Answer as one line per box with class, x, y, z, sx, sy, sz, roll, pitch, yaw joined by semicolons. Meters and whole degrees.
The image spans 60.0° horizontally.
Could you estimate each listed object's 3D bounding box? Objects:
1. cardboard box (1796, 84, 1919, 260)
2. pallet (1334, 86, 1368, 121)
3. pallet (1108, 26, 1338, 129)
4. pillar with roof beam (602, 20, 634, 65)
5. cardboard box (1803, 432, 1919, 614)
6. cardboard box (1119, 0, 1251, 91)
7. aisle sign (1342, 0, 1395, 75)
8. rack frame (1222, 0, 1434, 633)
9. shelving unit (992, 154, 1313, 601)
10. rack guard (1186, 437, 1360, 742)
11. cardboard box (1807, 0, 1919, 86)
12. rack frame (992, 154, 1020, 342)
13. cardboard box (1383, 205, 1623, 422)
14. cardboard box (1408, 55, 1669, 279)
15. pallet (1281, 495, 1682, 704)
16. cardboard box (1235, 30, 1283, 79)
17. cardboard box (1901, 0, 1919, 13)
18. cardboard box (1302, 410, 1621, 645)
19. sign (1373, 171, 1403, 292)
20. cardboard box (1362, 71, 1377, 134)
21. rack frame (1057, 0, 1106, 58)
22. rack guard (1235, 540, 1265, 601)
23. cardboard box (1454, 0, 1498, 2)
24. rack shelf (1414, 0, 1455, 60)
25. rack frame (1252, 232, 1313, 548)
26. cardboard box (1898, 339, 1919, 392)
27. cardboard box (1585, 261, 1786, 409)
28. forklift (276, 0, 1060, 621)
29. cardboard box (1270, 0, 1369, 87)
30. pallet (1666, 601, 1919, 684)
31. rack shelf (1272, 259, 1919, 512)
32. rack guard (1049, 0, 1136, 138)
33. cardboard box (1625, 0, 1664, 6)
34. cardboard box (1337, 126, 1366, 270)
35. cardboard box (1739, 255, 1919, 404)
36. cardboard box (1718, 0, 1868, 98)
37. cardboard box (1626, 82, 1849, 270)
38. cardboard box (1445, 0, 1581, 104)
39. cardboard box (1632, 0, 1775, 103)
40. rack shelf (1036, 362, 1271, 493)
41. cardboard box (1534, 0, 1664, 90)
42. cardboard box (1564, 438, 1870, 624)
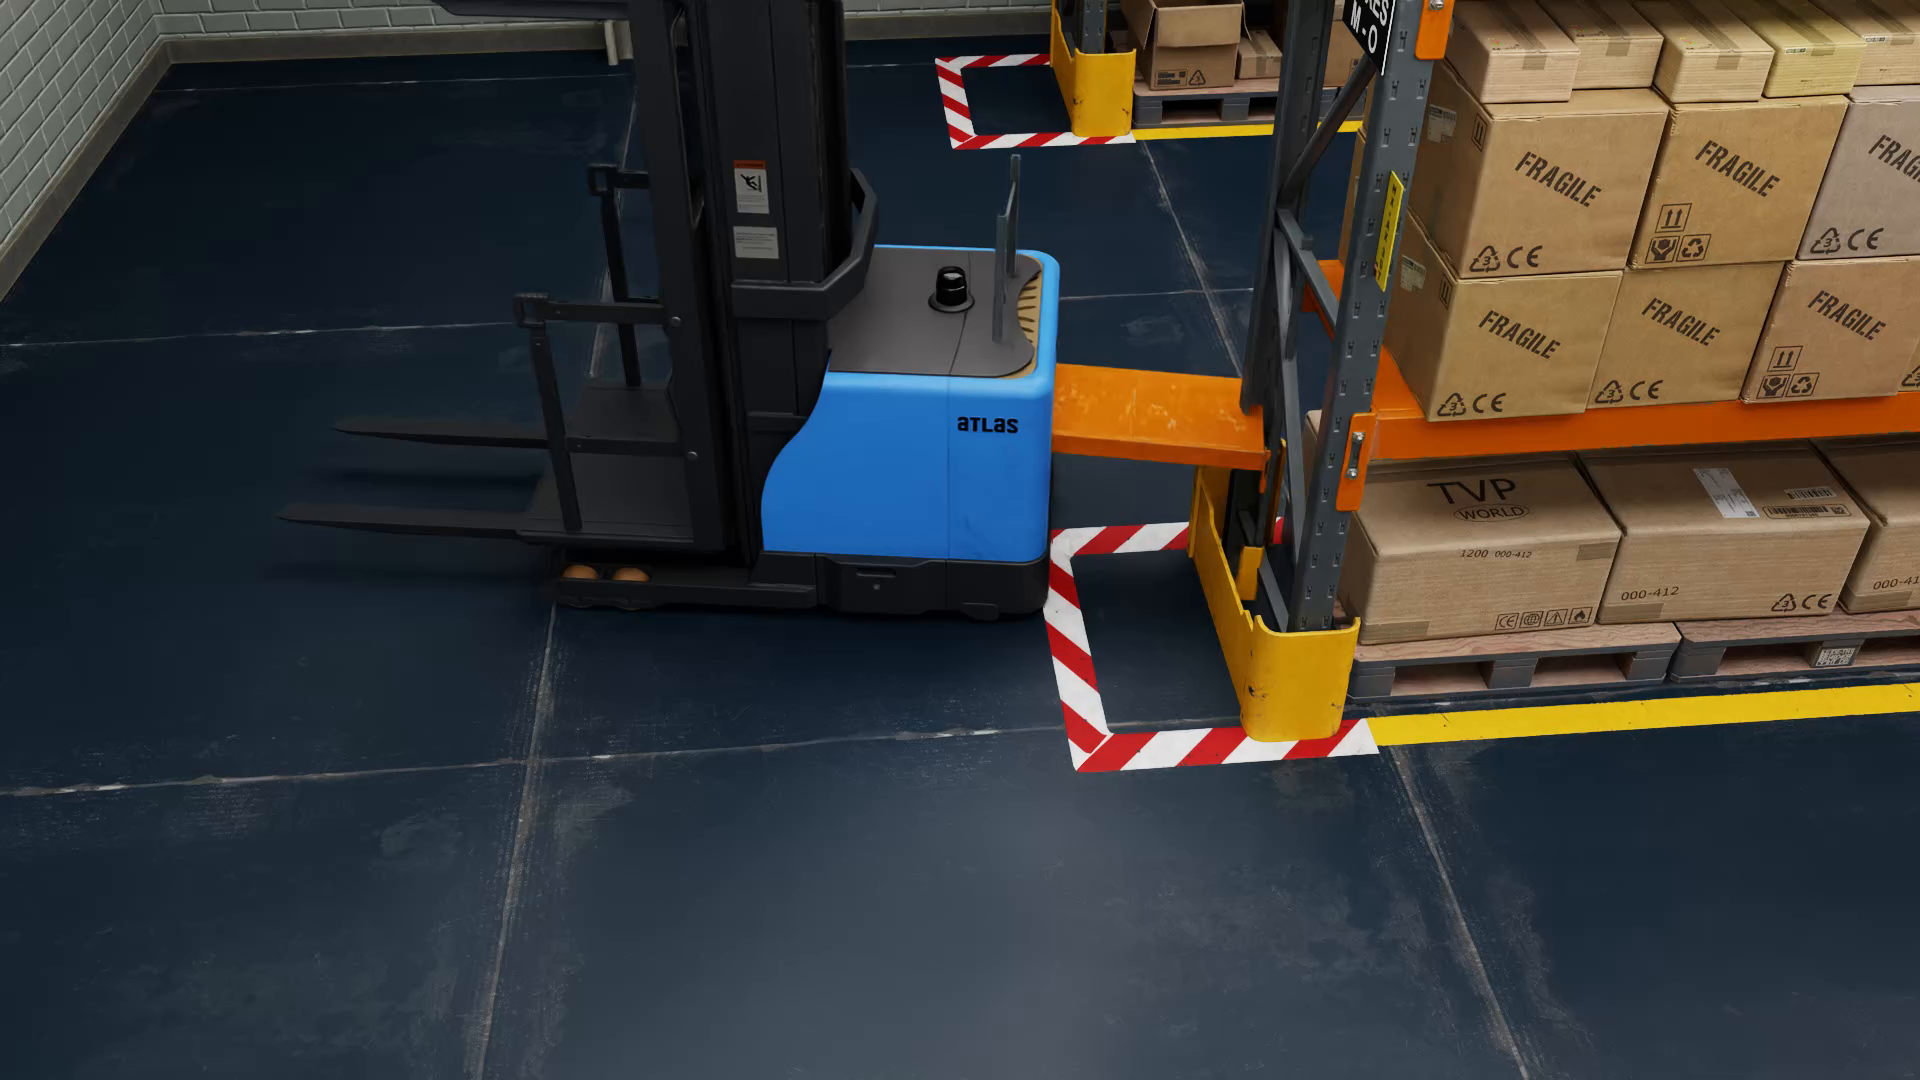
cardboard box;2.685;-1.182;4.939;0.500;0.500;0.500;-3;38;-4
pallet;2.794;-2.915;10.274;1.213;0.211;1.003;-3;38;-4
pallet;1.582;-2.850;10.192;1.213;0.211;1.003;-3;38;-4
pillar with roof beam;-1.672;-4.004;4.559;0.400;9.000;9.100;-3;38;-4
cardboard box;3.613;-0.195;6.305;0.875;0.438;0.875;-4;38;-5
cardboard box;1.330;-3.056;9.878;0.637;0.503;0.797;-5;39;-6
aisle sign;1.110;-1.672;4.348;0.004;0.787;0.394;-3;38;-4
rack frame;1.156;-0.834;5.385;0.127;3.000;1.000;-3;38;-4
shelving unit;0.650;-0.589;6.175;1.083;1.500;0.587;5;37;5
rack guard;1.132;0.149;6.158;0.348;0.500;1.175;-3;38;-4
cardboard box;2.575;-1.443;4.746;0.250;0.149;0.380;-3;38;-4
rack frame;0.155;-0.635;6.219;0.032;1.500;0.500;5;37;5
cardboard box;1.659;-0.722;5.163;0.500;0.500;0.500;-3;38;-4
cardboard box;1.659;-1.116;4.855;0.500;0.500;0.500;-4;38;-5
pallet;1.945;0.169;6.366;1.213;0.211;1.003;-3;38;-4
cardboard box;1.756;-2.916;9.987;0.250;0.149;0.380;-5;39;-6
cardboard box;2.827;-1.431;4.731;0.250;0.149;0.380;-3;38;-4
cardboard box;1.804;-0.091;6.173;0.875;0.438;0.875;-4;38;-6
sign;1.199;-0.862;4.658;0.005;0.325;0.100;-3;38;-4
cardboard box;1.615;-1.439;5.264;0.500;0.500;0.500;-2;38;-2
rack frame;0.712;-3.896;9.267;0.127;3.000;1.000;-3;38;-4
rack guard;1.131;-0.044;6.508;0.087;0.250;0.587;5;37;5
cardboard box;1.495;-1.664;5.025;0.250;0.149;0.380;-3;38;-3
rack shelf;3.148;-1.839;4.818;4.000;0.370;1.077;-3;38;-4
rack frame;1.163;-0.540;6.129;0.032;1.500;0.500;5;37;5
cardboard box;3.166;-0.822;5.289;0.500;0.500;0.500;-2;38;-2
cardboard box;2.161;-0.767;5.220;0.500;0.500;0.500;-4;38;-5
forklift;-1.144;-1.204;5.910;3.031;2.935;1.130;3;38;3
cardboard box;2.185;-3.078;9.908;0.500;0.500;0.700;-2;38;-2
pallet;3.157;0.104;6.448;1.213;0.211;1.003;-3;38;-4
rack shelf;3.148;-0.661;5.747;4.000;0.370;1.077;-3;38;-4
rack guard;0.788;-2.919;10.046;0.348;0.500;1.175;-3;38;-4
cardboard box;1.996;-1.759;5.146;0.250;0.149;0.380;-3;38;-4
cardboard box;1.613;-1.063;5.595;0.500;0.500;0.500;-3;38;-4
cardboard box;2.669;-0.784;5.242;0.500;0.500;0.500;-3;38;-4
cardboard box;2.318;-1.396;4.687;0.250;0.149;0.380;-4;38;-5
cardboard box;2.173;-1.149;4.897;0.500;0.500;0.500;-4;38;-5
cardboard box;1.534;-1.369;4.652;0.250;0.149;0.380;-2;38;-3
cardboard box;2.058;-1.371;4.654;0.250;0.149;0.380;-2;38;-3
rack shelf;0.655;-0.444;6.283;1.000;0.185;0.538;5;37;5
cardboard box;1.788;-1.427;4.726;0.250;0.149;0.380;-2;38;-3
cardboard box;2.715;-0.146;6.243;0.875;0.438;0.875;-2;38;-3
